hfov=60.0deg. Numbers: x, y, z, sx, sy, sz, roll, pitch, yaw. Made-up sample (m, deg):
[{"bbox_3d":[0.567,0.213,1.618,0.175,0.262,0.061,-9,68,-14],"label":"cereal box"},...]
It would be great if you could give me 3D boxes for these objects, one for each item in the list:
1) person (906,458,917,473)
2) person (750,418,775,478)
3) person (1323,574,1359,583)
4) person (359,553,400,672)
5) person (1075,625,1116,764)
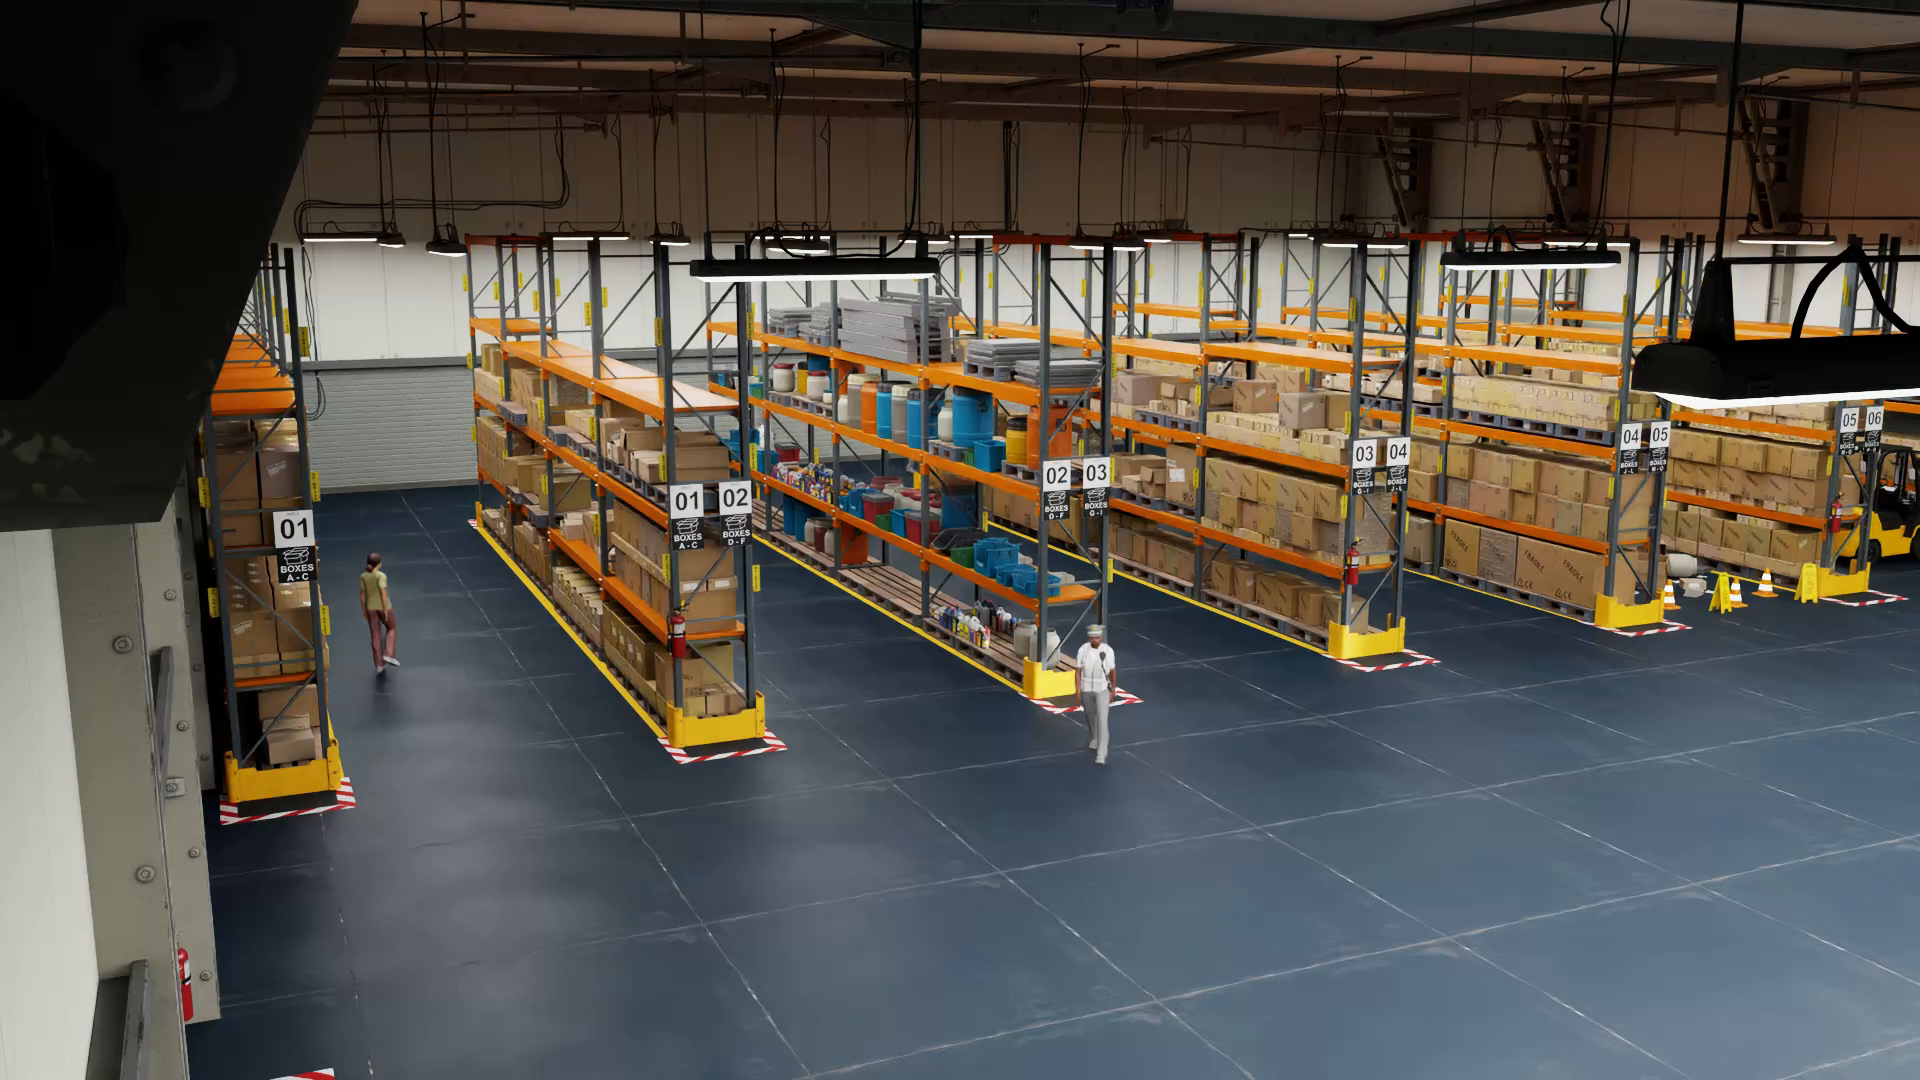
[{"bbox_3d":[-0.937,-2.429,41.054,1.121,1.703,0.563,9,14,37],"label":"person"},{"bbox_3d":[-4.792,-2.235,40.412,1.015,1.602,0.487,-1,11,-6],"label":"person"},{"bbox_3d":[6.670,-0.069,29.271,0.472,1.557,0.878,-2,11,-11],"label":"person"},{"bbox_3d":[-8.229,1.014,23.489,0.476,1.656,0.516,-2,11,-9],"label":"person"},{"bbox_3d":[1.604,1.779,19.619,0.498,1.617,1.031,4,12,20],"label":"person"}]
